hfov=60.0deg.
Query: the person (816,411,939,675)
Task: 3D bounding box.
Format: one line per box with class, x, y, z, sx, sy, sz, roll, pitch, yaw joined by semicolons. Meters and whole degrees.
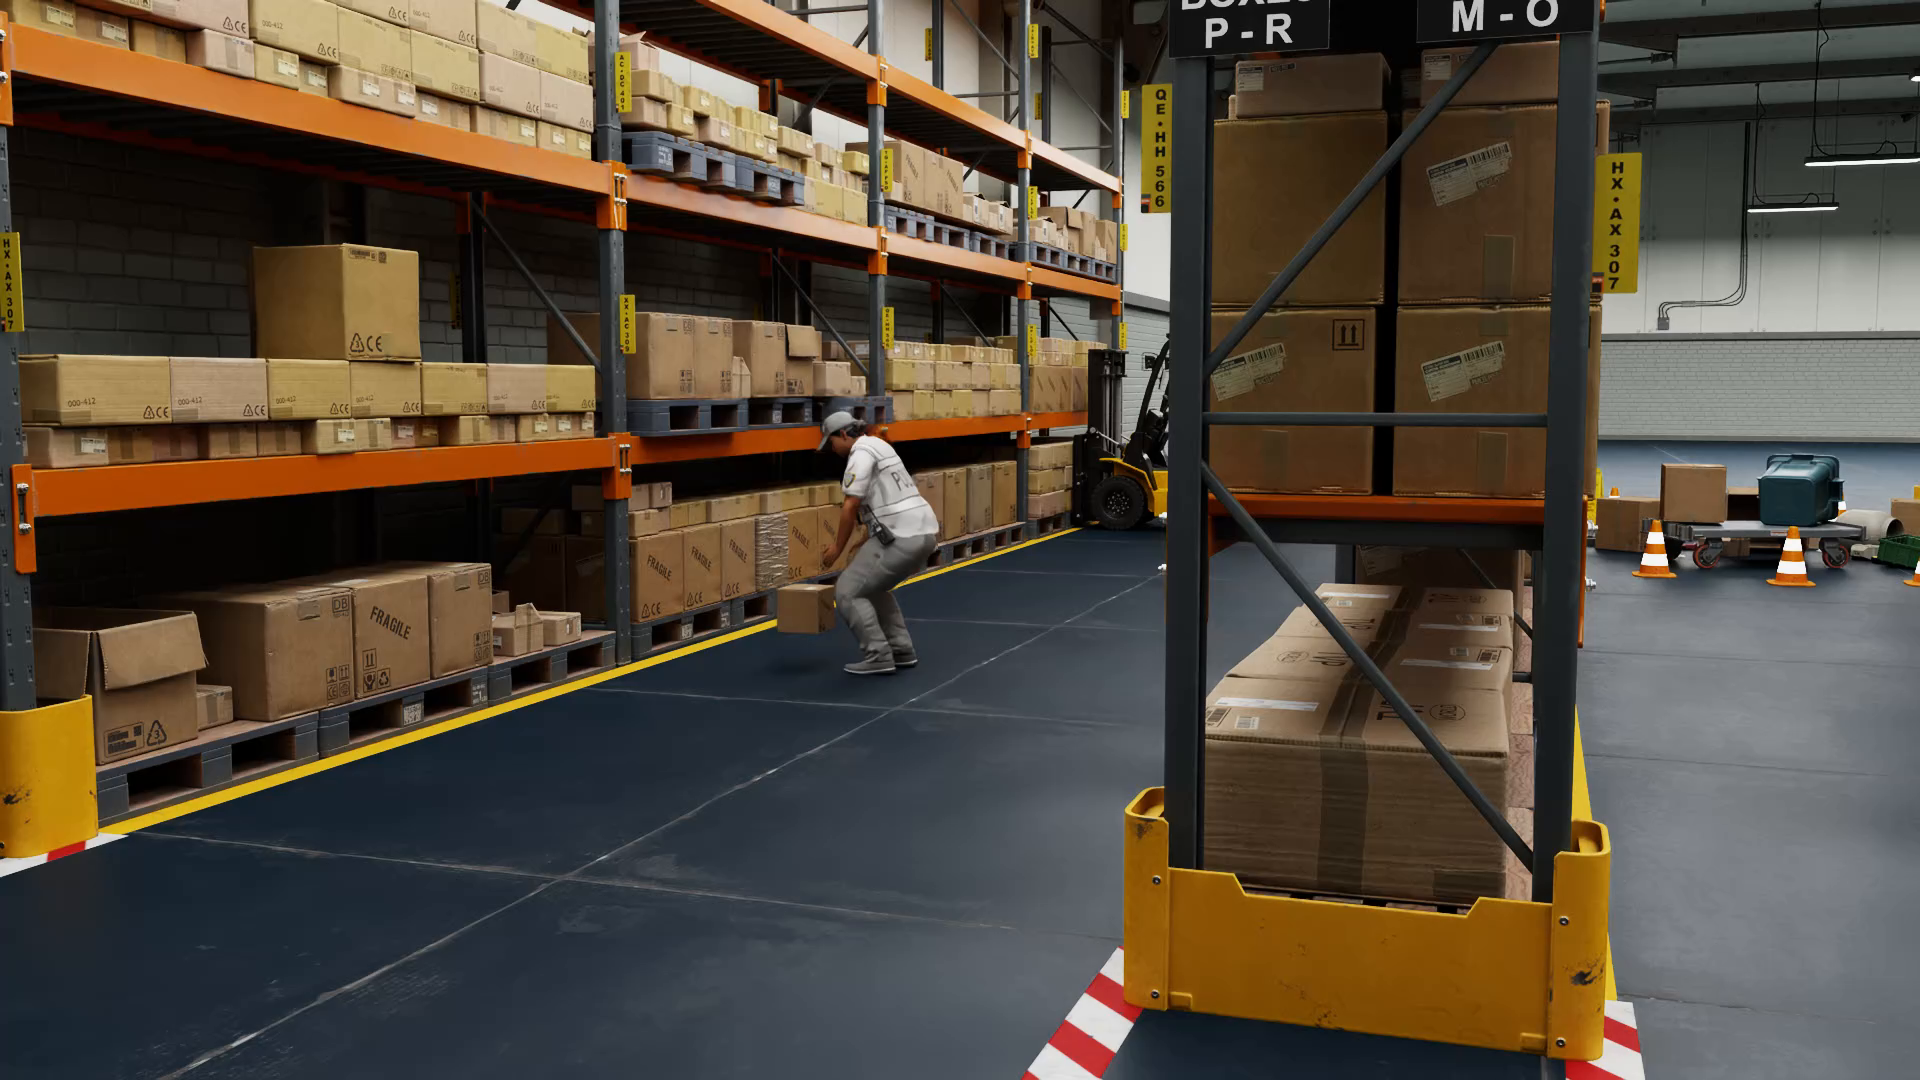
person;-0.474;0.014;9.276;0.671;1.457;0.530;2;6;19
